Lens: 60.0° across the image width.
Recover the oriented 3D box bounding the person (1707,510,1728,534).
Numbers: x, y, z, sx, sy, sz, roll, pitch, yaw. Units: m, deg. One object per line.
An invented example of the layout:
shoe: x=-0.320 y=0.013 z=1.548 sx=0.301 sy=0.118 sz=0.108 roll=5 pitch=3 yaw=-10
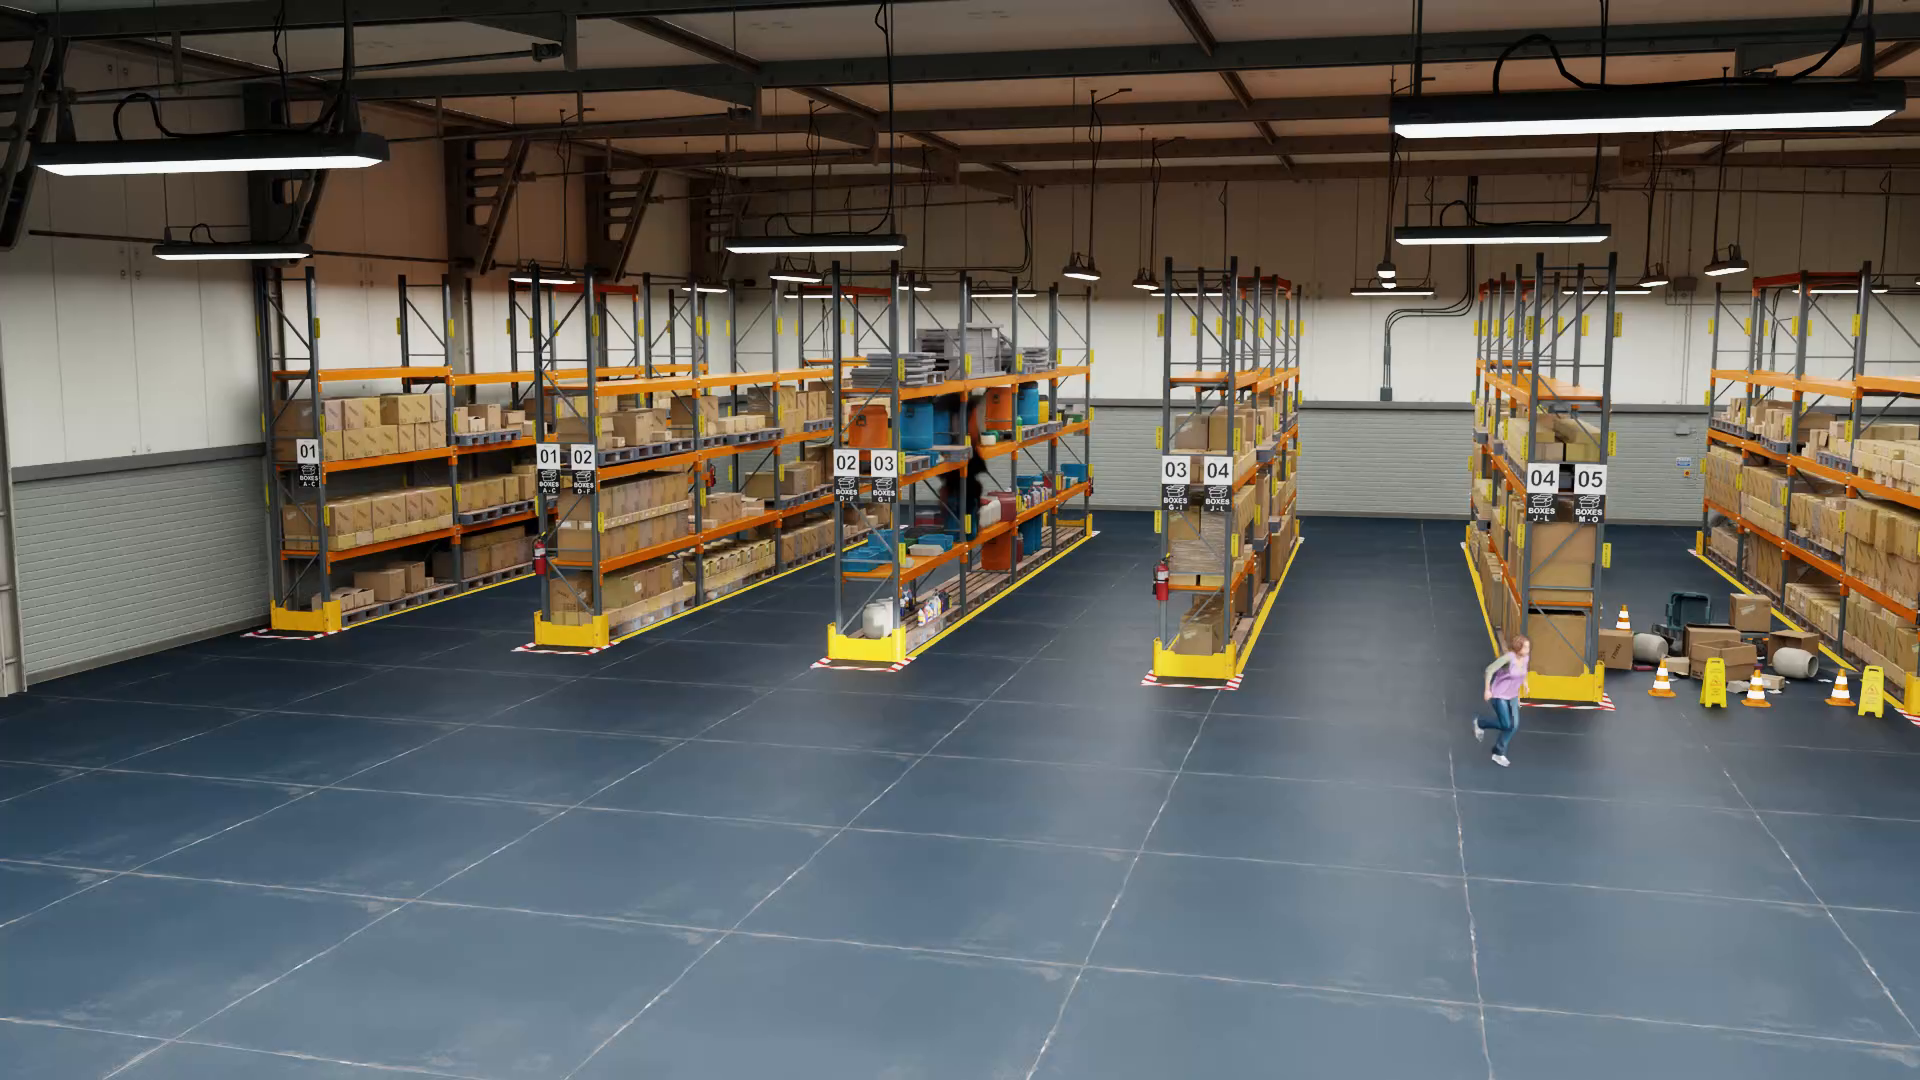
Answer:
person: x=17.383 y=-0.639 z=38.047 sx=0.702 sy=1.734 sz=0.579 roll=5 pitch=9 yaw=33

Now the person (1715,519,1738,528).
person: x=18.082 y=-0.841 z=39.252 sx=0.849 sy=1.765 sz=0.683 roll=-1 pitch=7 yaw=-8

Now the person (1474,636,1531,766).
person: x=6.285 y=1.839 z=19.286 sx=0.532 sy=1.522 sz=0.717 roll=-5 pitch=9 yaw=-33
